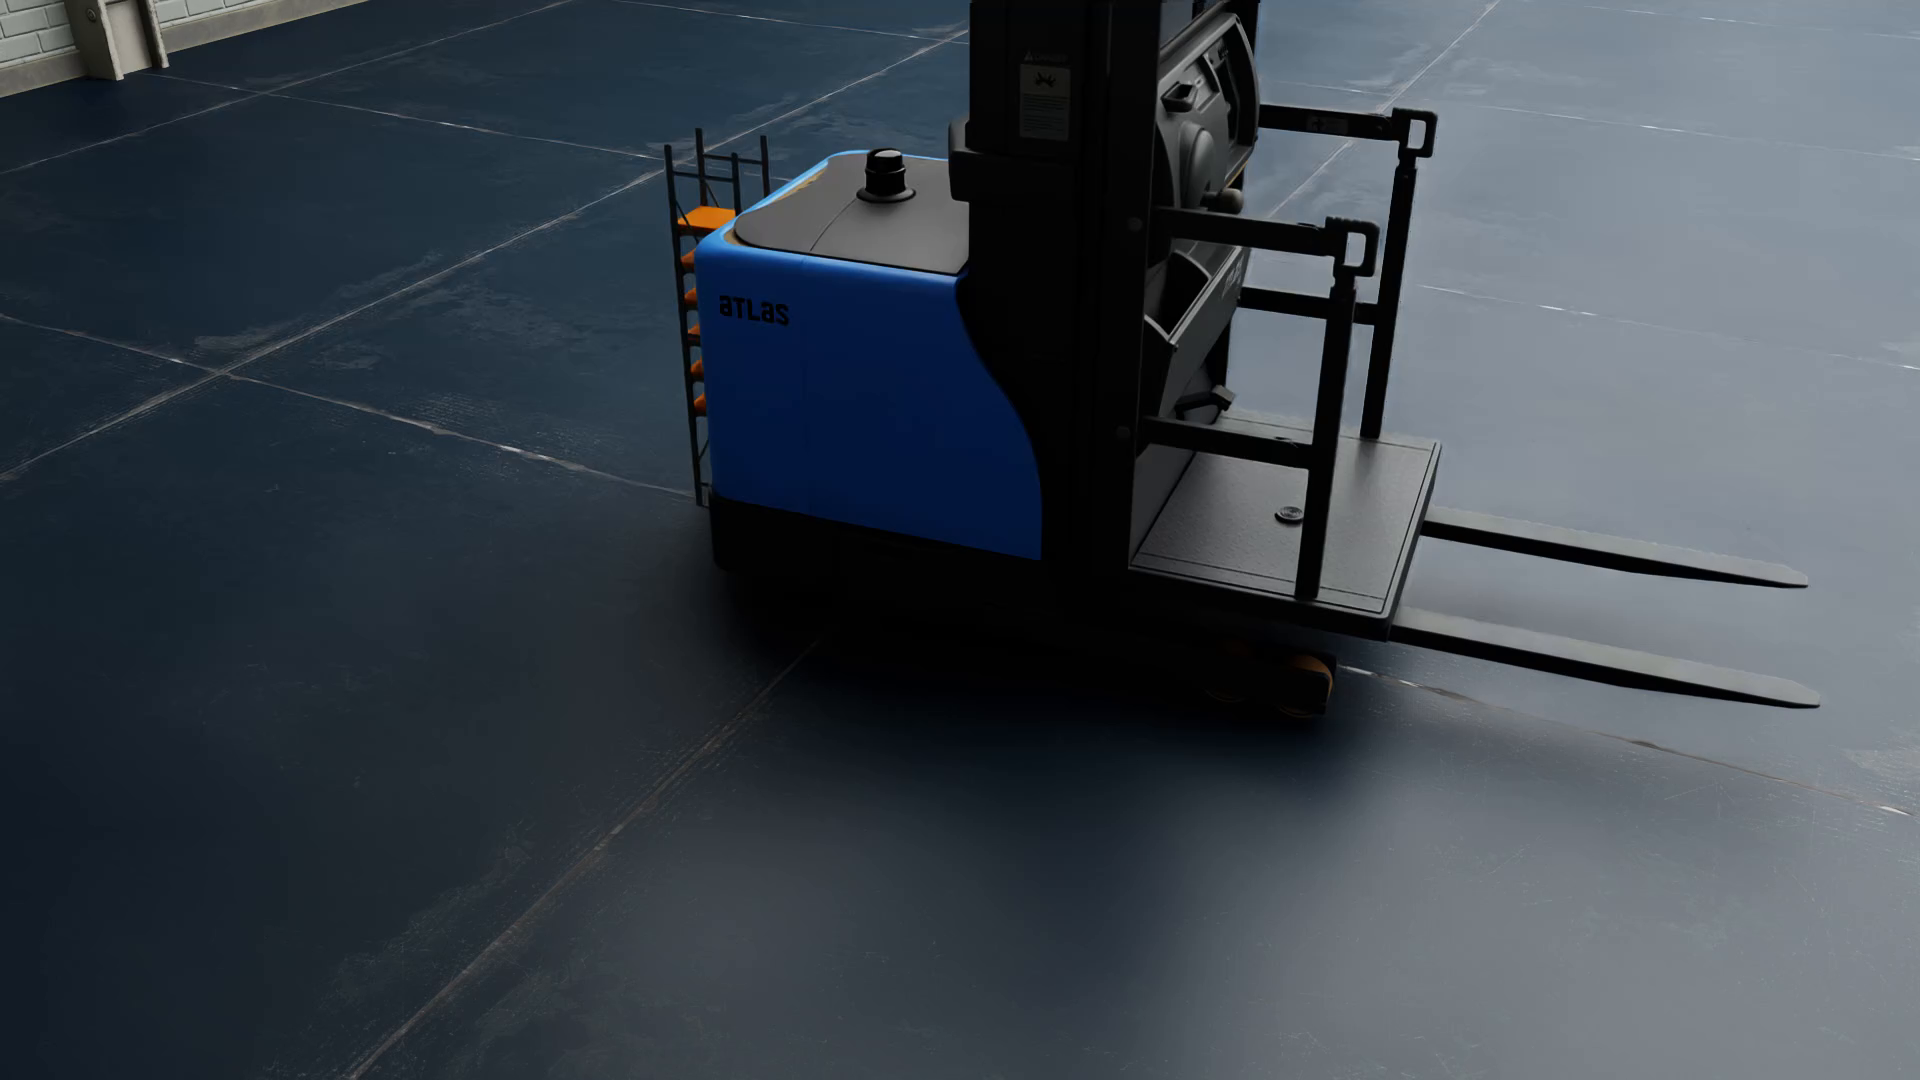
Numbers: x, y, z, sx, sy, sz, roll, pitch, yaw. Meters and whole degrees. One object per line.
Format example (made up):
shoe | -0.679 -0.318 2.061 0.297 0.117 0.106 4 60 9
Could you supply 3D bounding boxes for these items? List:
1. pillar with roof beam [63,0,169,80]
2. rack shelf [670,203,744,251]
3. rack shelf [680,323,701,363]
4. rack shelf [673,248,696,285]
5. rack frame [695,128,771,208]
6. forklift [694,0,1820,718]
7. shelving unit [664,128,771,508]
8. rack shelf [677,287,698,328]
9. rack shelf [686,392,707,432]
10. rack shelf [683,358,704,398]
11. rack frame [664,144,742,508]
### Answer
pillar with roof beam | -1.348 -5.845 6.392 9.100 9.000 0.400 14 33 23
rack shelf | -0.717 -0.928 5.028 0.258 0.103 0.180 11 32 18
rack shelf | -0.717 -0.616 5.207 0.258 0.103 0.180 11 32 18
rack shelf | -0.717 -0.824 5.088 0.258 0.103 0.180 11 32 18
rack frame | -0.683 -0.697 5.259 0.240 1.200 0.006 11 32 18
forklift | 0.827 -1.098 4.218 3.031 2.935 1.130 11 32 18
shelving unit | -0.717 -0.655 5.185 0.258 1.200 0.189 11 32 18
rack shelf | -0.717 -0.720 5.148 0.258 0.103 0.180 11 32 18
rack shelf | -0.717 -0.408 5.327 0.258 0.103 0.180 11 32 18
rack shelf | -0.717 -0.512 5.267 0.258 0.103 0.180 11 32 18
rack frame | -0.750 -0.612 5.111 0.240 1.200 0.006 11 32 18
